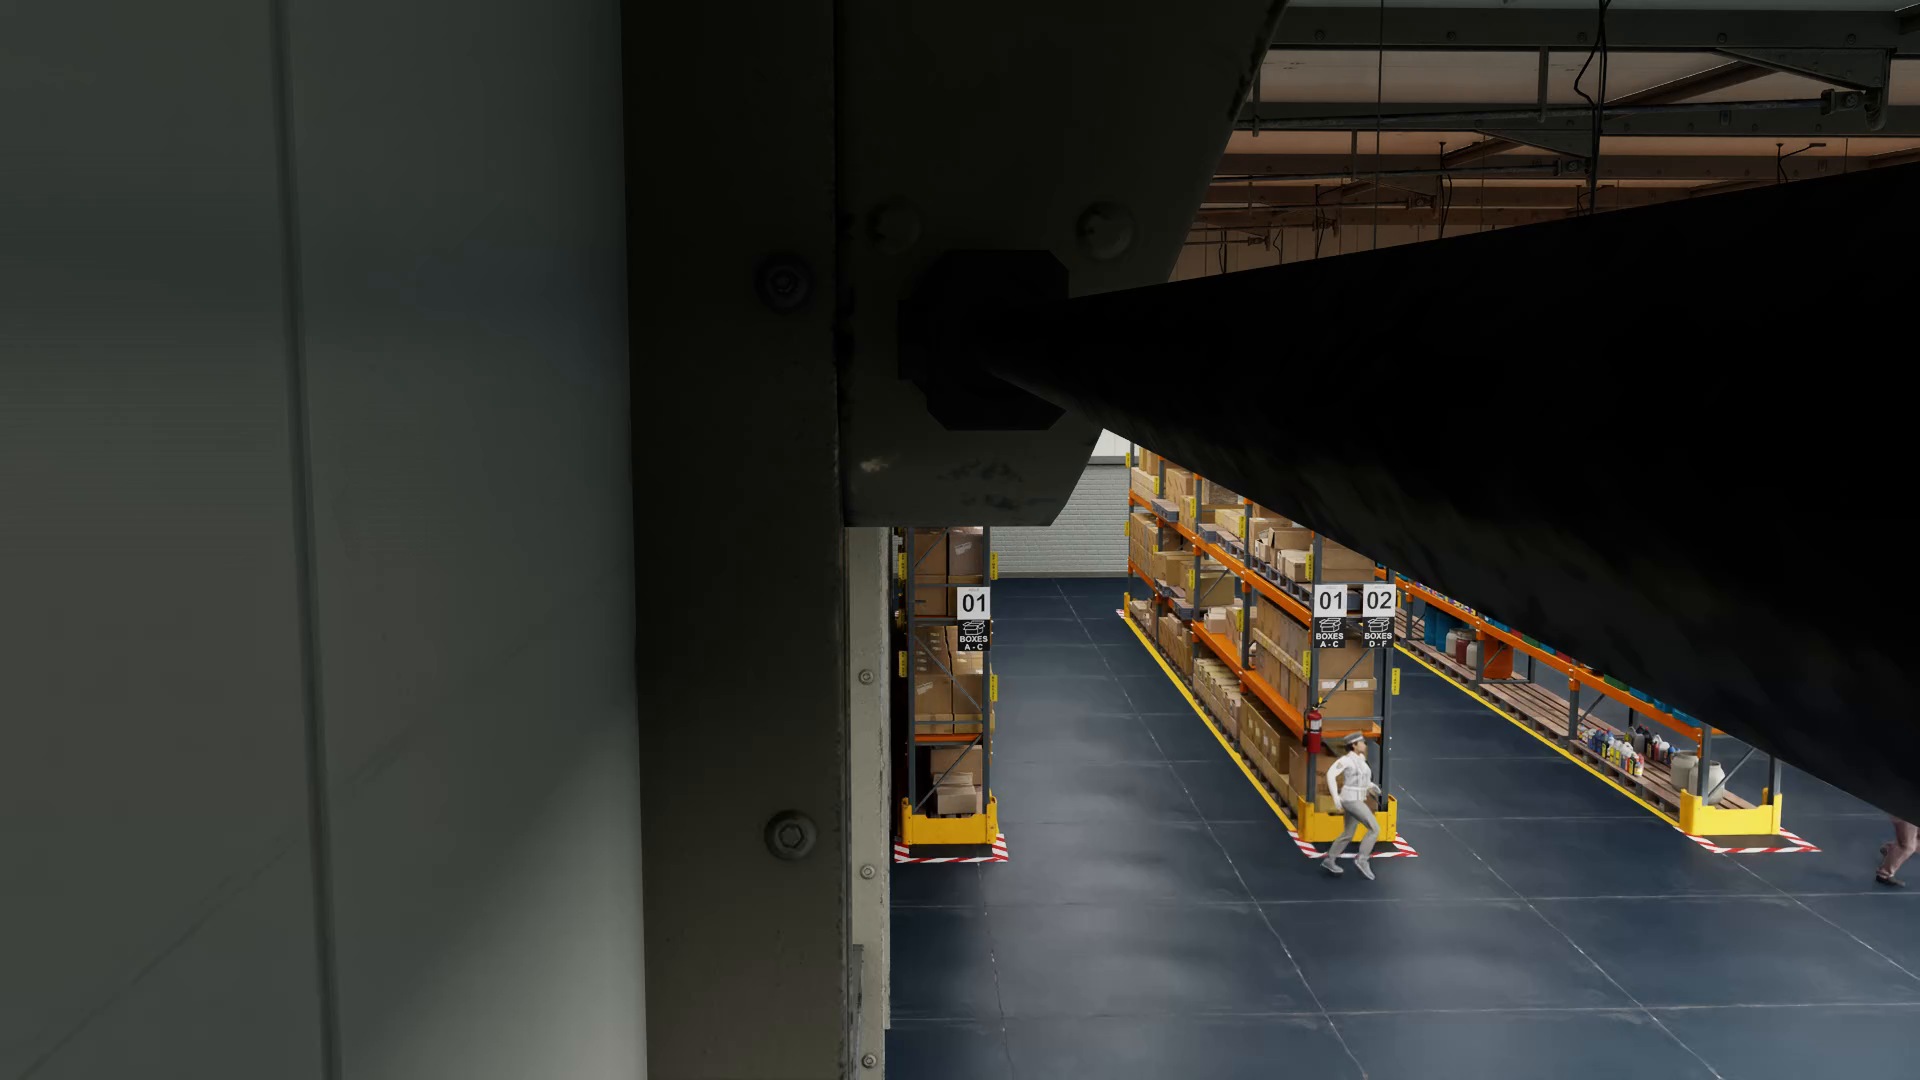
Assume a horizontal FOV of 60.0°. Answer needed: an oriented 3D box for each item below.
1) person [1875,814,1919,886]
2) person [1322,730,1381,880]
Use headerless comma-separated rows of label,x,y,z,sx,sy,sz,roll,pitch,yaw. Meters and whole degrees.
person,10.796,3.099,18.856,0.631,1.683,0.683,6,9,37
person,4.583,3.036,19.289,0.658,1.660,0.595,4,8,27
